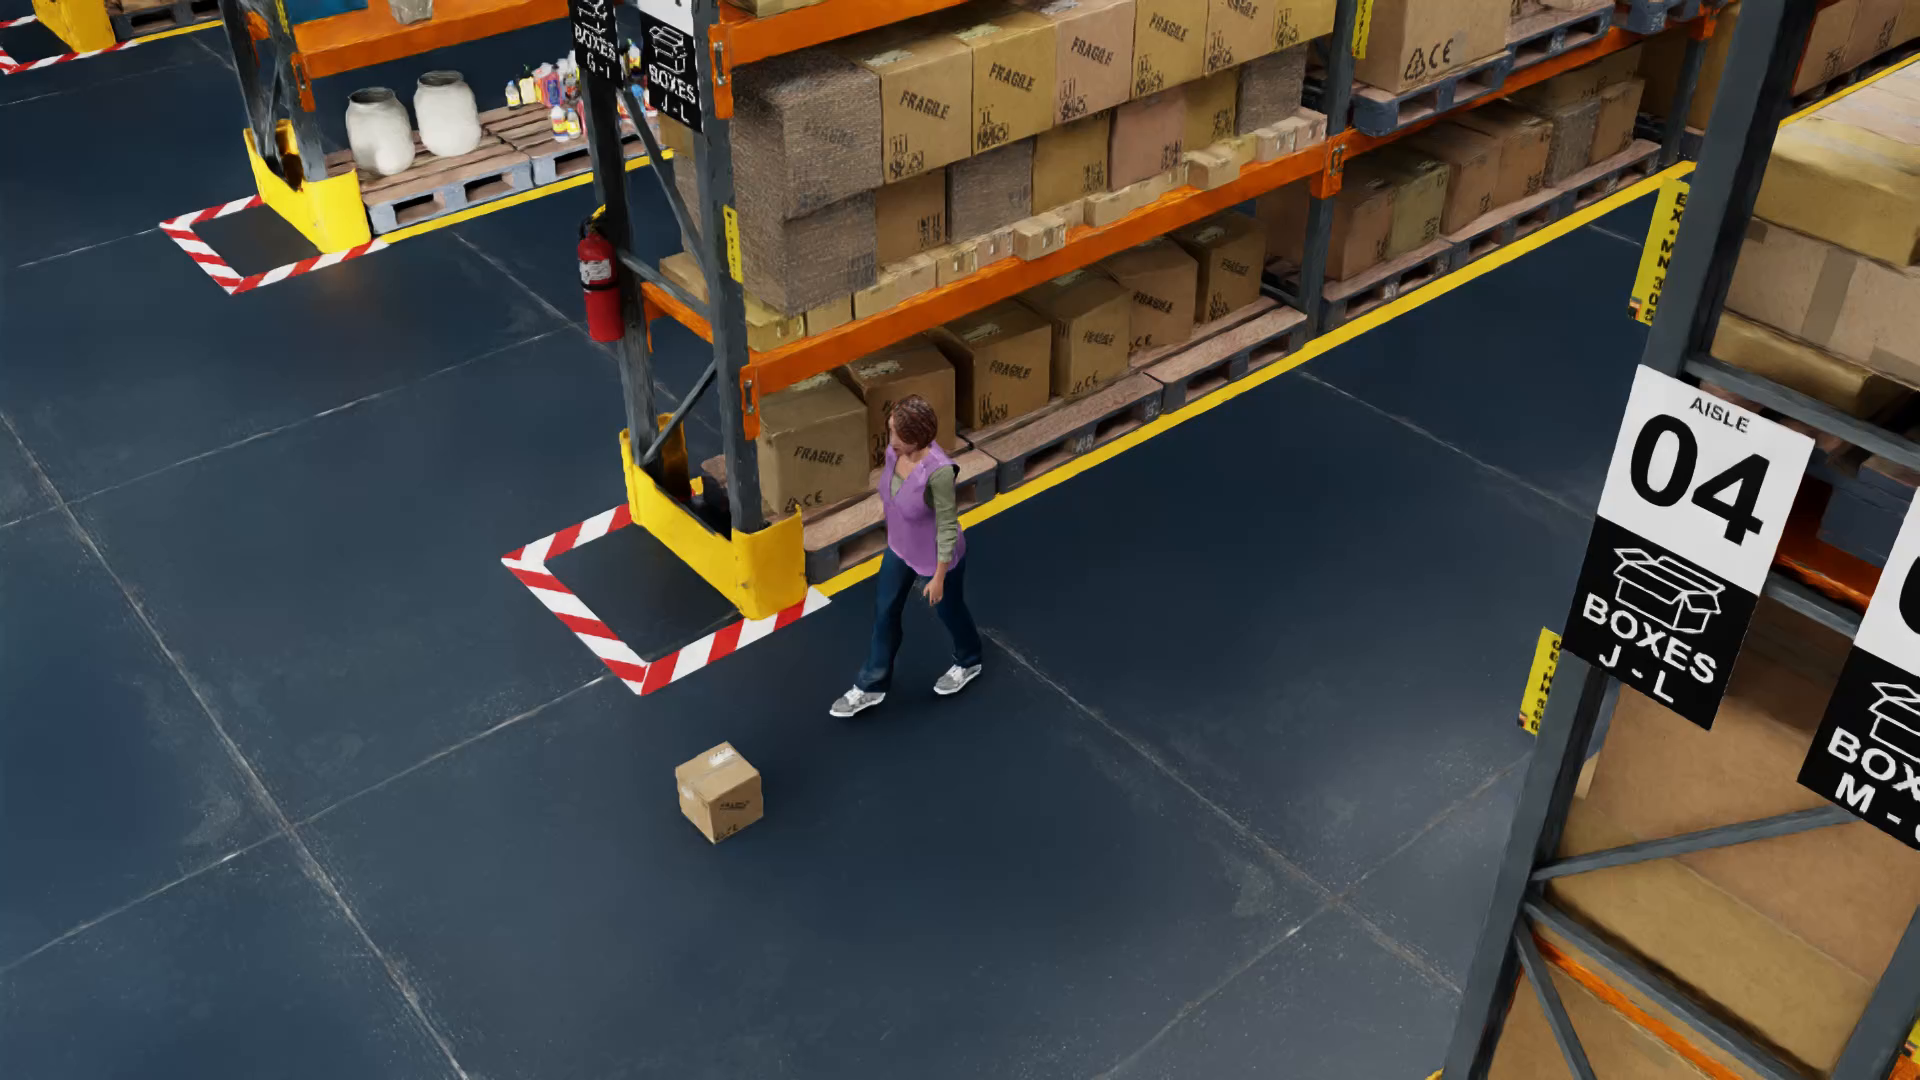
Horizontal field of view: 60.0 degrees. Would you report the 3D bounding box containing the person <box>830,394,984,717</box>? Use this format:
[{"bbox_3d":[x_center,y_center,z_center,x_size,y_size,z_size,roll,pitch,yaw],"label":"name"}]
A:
[{"bbox_3d":[-0.180,0.084,6.954,0.737,1.574,0.429,-30,46,-34],"label":"person"}]
